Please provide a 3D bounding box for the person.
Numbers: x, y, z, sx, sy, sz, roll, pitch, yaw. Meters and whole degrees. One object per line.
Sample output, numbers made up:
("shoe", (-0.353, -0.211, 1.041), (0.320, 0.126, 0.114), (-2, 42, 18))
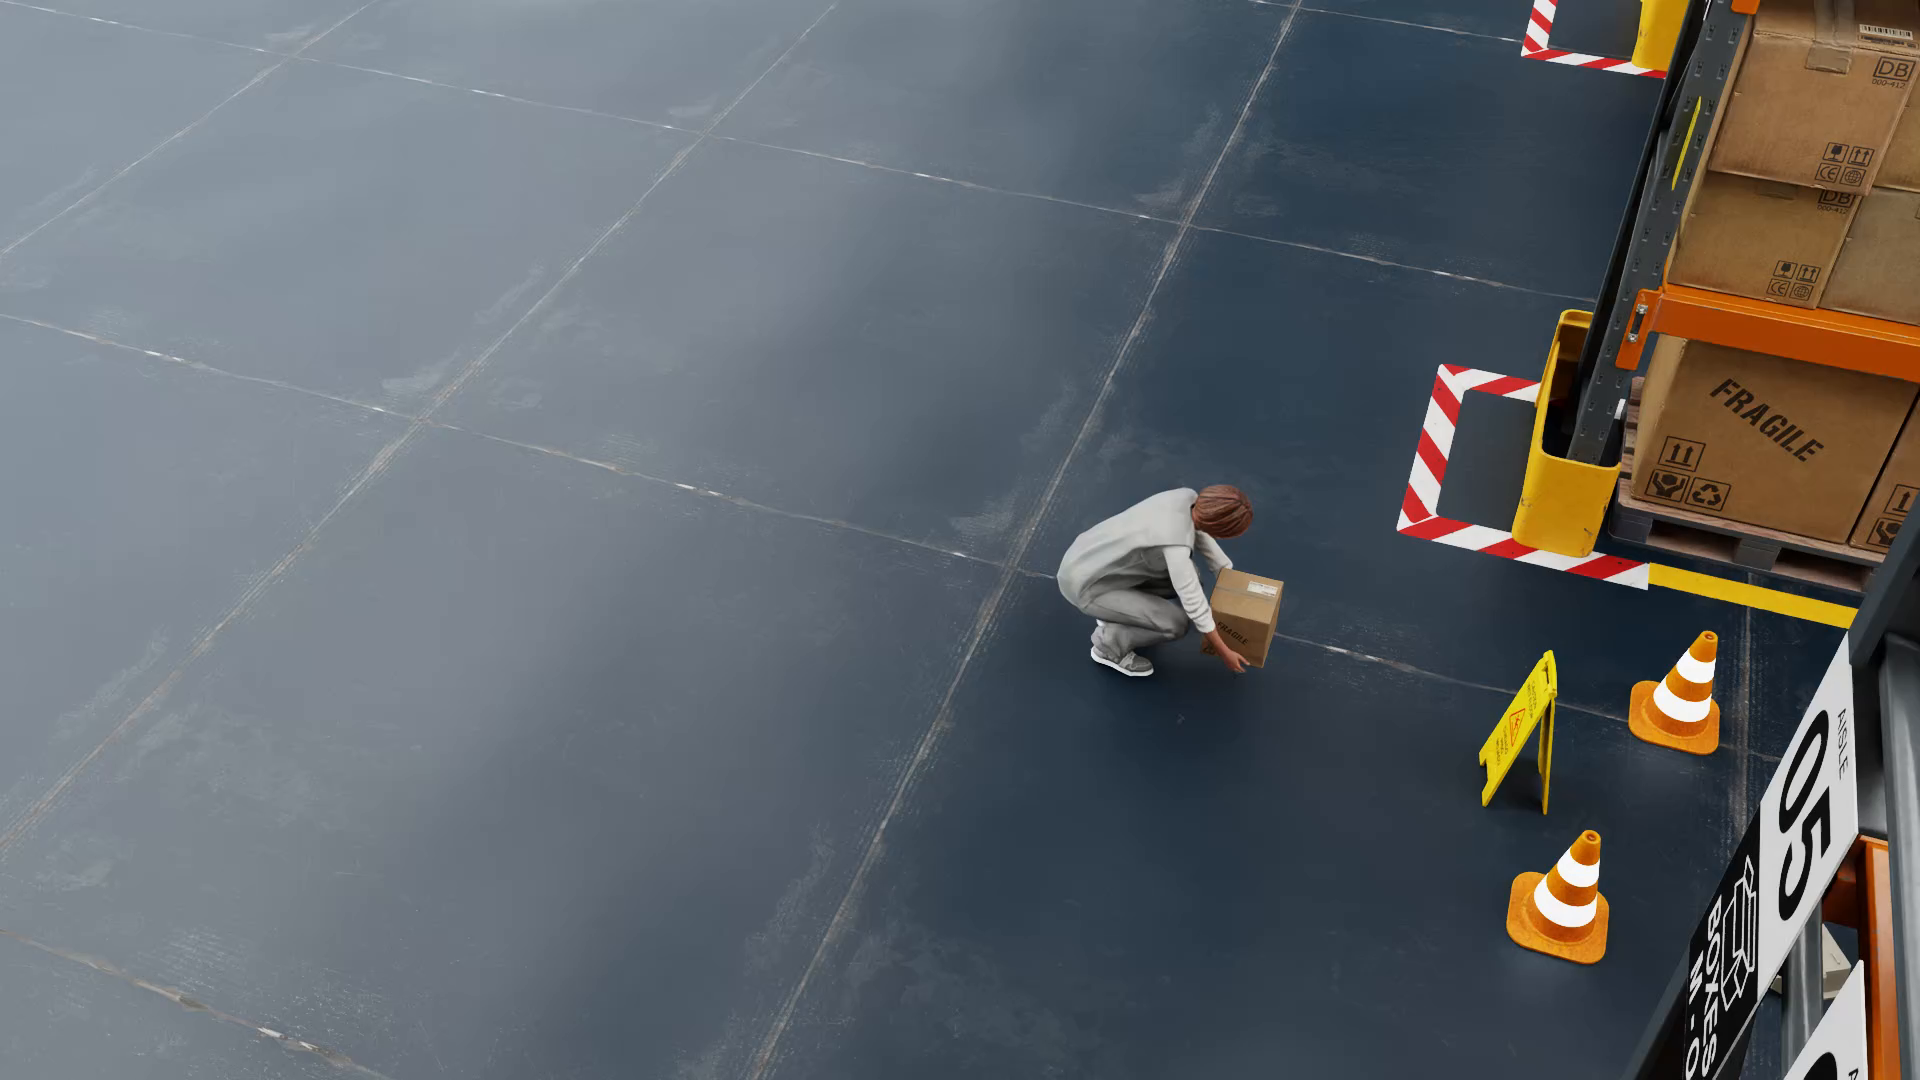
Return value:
("person", (0.797, 0.140, 6.548), (0.823, 0.890, 0.428), (13, 44, 14))
